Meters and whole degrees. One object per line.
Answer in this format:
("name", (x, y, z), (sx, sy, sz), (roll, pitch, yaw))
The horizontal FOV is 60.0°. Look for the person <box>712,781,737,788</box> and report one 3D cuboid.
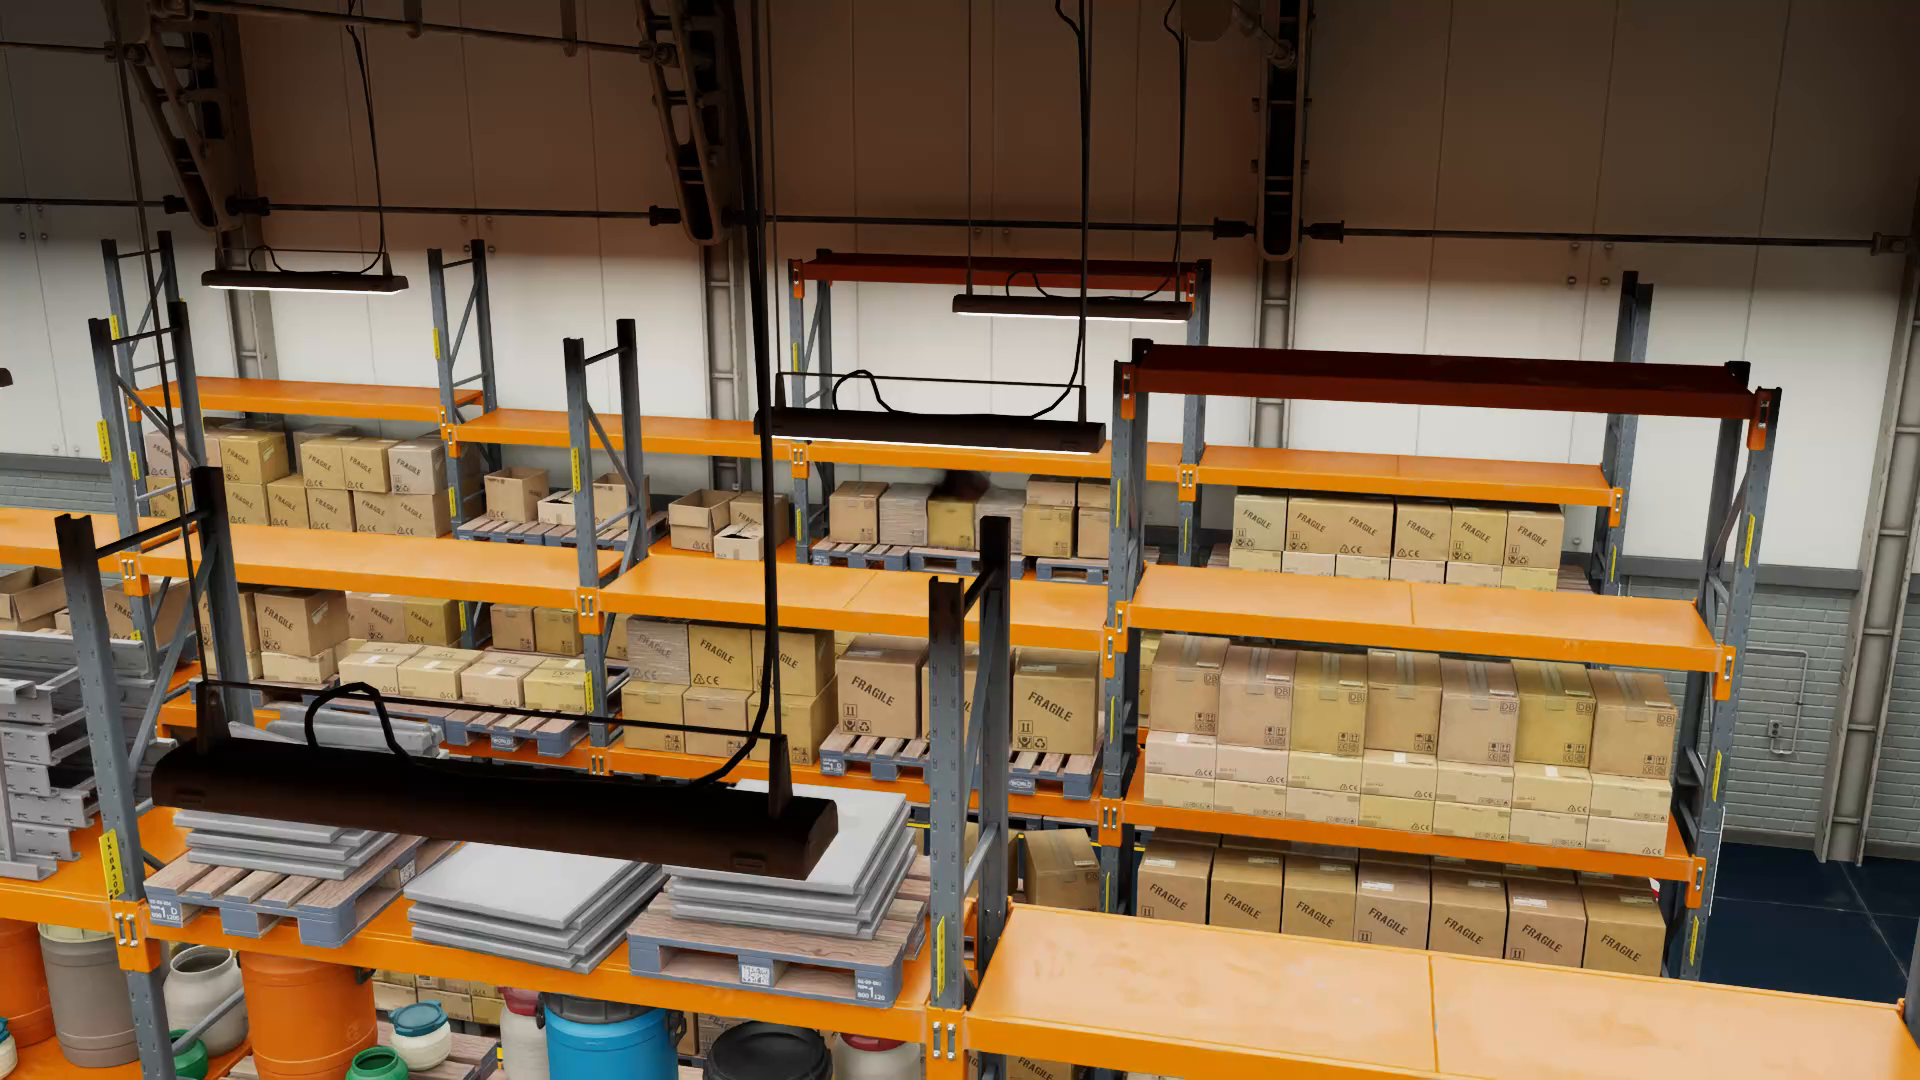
("person", (-2.402, 2.203, 16.989), (0.471, 1.694, 0.437), (-11, 20, -34))
